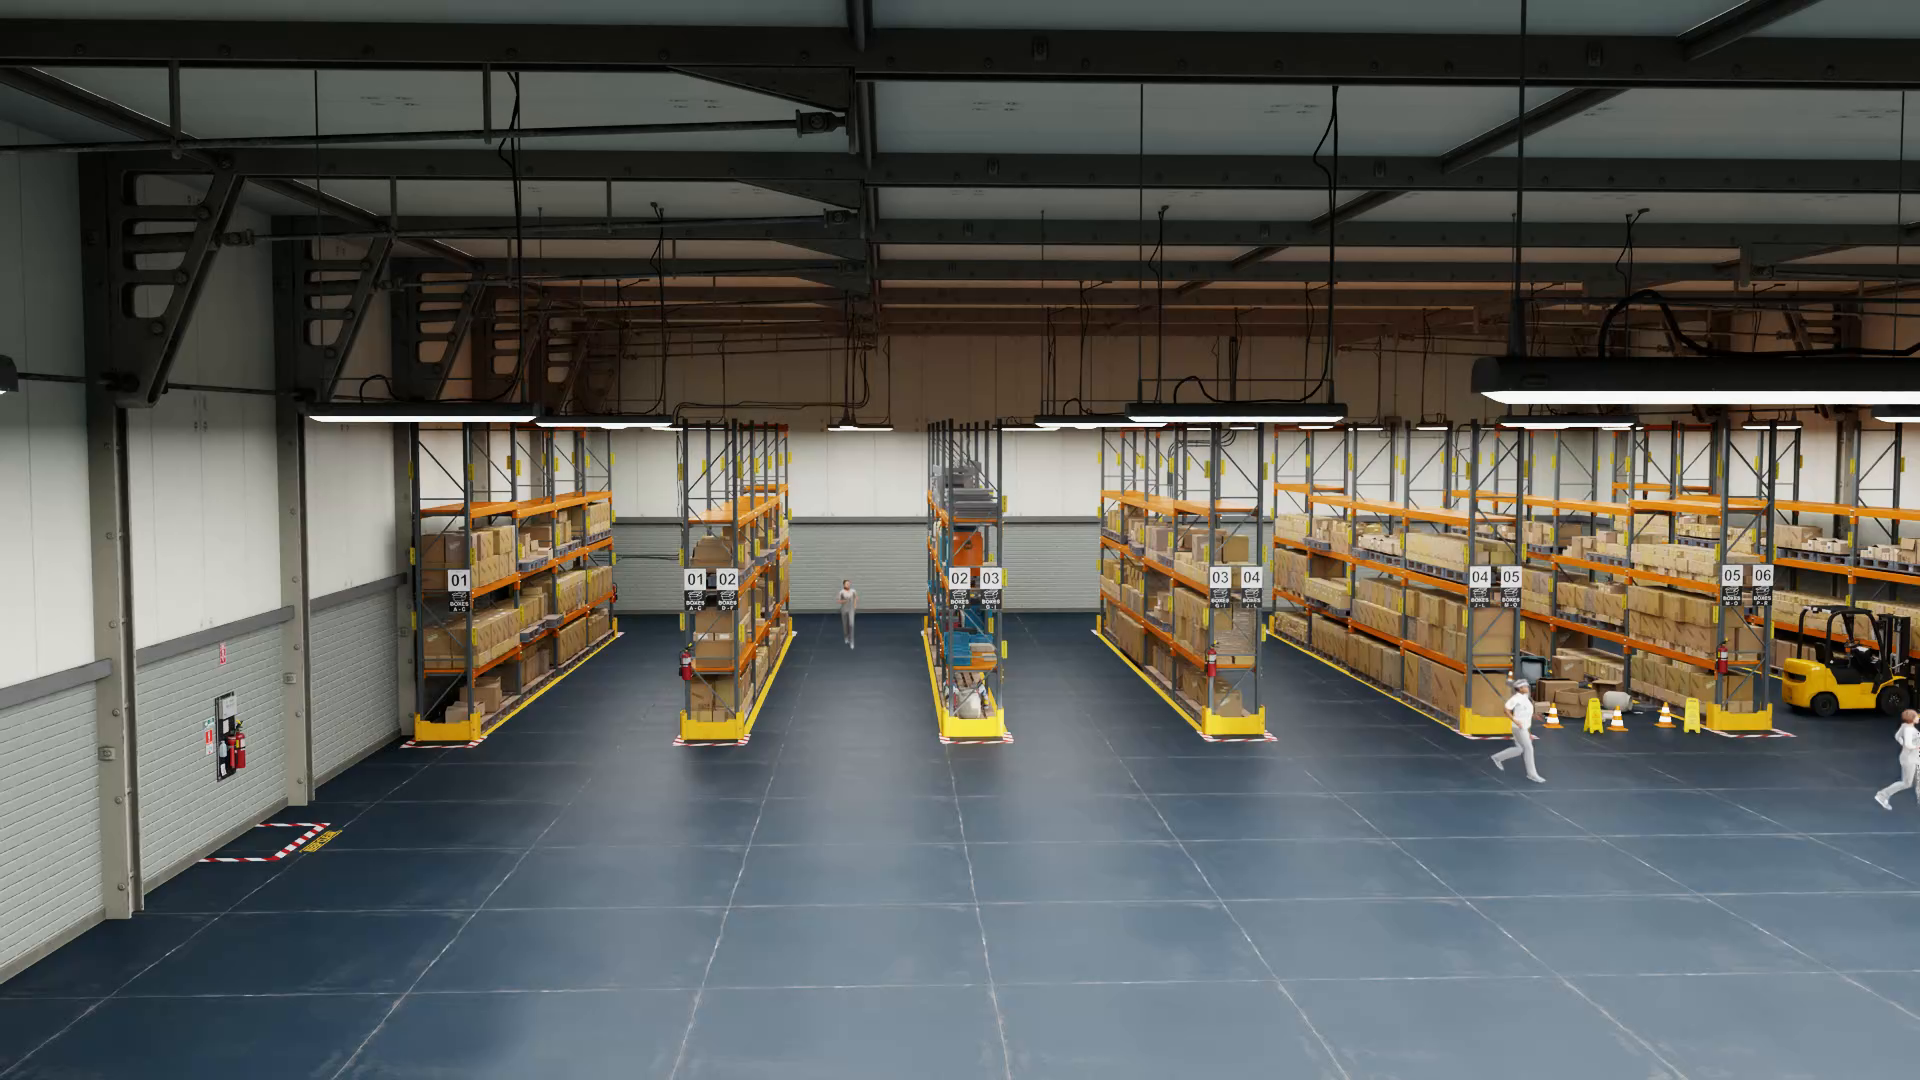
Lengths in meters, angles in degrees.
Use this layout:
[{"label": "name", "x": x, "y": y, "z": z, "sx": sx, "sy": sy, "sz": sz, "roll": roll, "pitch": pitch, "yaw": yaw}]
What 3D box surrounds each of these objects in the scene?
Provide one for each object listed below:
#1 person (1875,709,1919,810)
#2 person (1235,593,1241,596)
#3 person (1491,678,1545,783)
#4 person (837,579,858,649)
[{"label": "person", "x": 14.159, "y": 3.316, "z": 24.787, "sx": 0.873, "sy": 1.556, "sz": 0.545, "roll": 2, "pitch": 4, "yaw": 33}, {"label": "person", "x": 7.755, "y": 1.868, "z": 47.947, "sx": 0.649, "sy": 1.554, "sz": 0.589, "roll": 4, "pitch": 5, "yaw": 44}, {"label": "person", "x": 9.247, "y": 3.122, "z": 27.524, "sx": 0.898, "sy": 1.705, "sz": 0.580, "roll": 2, "pitch": 4, "yaw": 32}, {"label": "person", "x": -2.879, "y": 1.879, "z": 42.594, "sx": 0.550, "sy": 1.758, "sz": 0.746, "roll": -1, "pitch": 4, "yaw": -8}]
